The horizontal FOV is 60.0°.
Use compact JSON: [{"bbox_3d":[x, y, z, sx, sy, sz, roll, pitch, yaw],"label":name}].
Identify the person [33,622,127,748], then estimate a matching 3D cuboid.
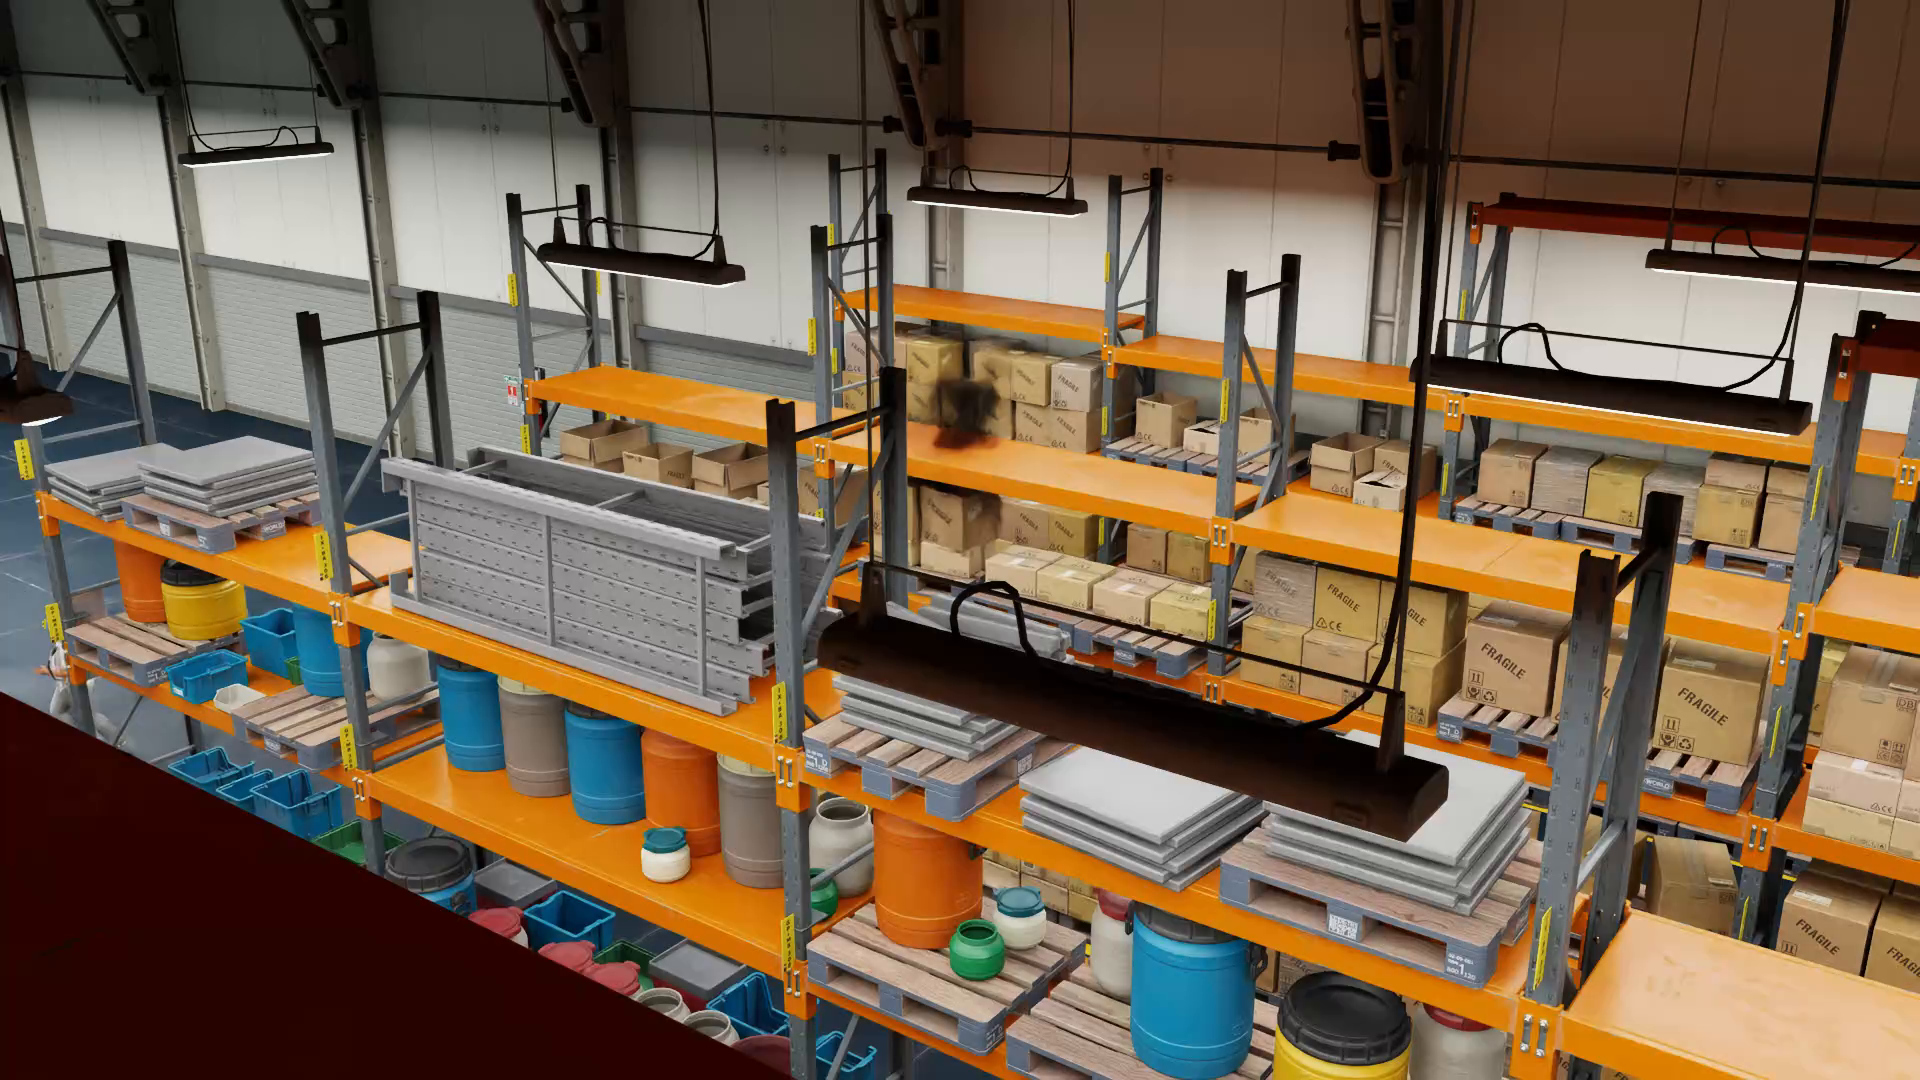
[{"bbox_3d":[-9.443,1.596,17.782,0.738,1.726,0.584,-11,21,-30],"label":"person"}]
